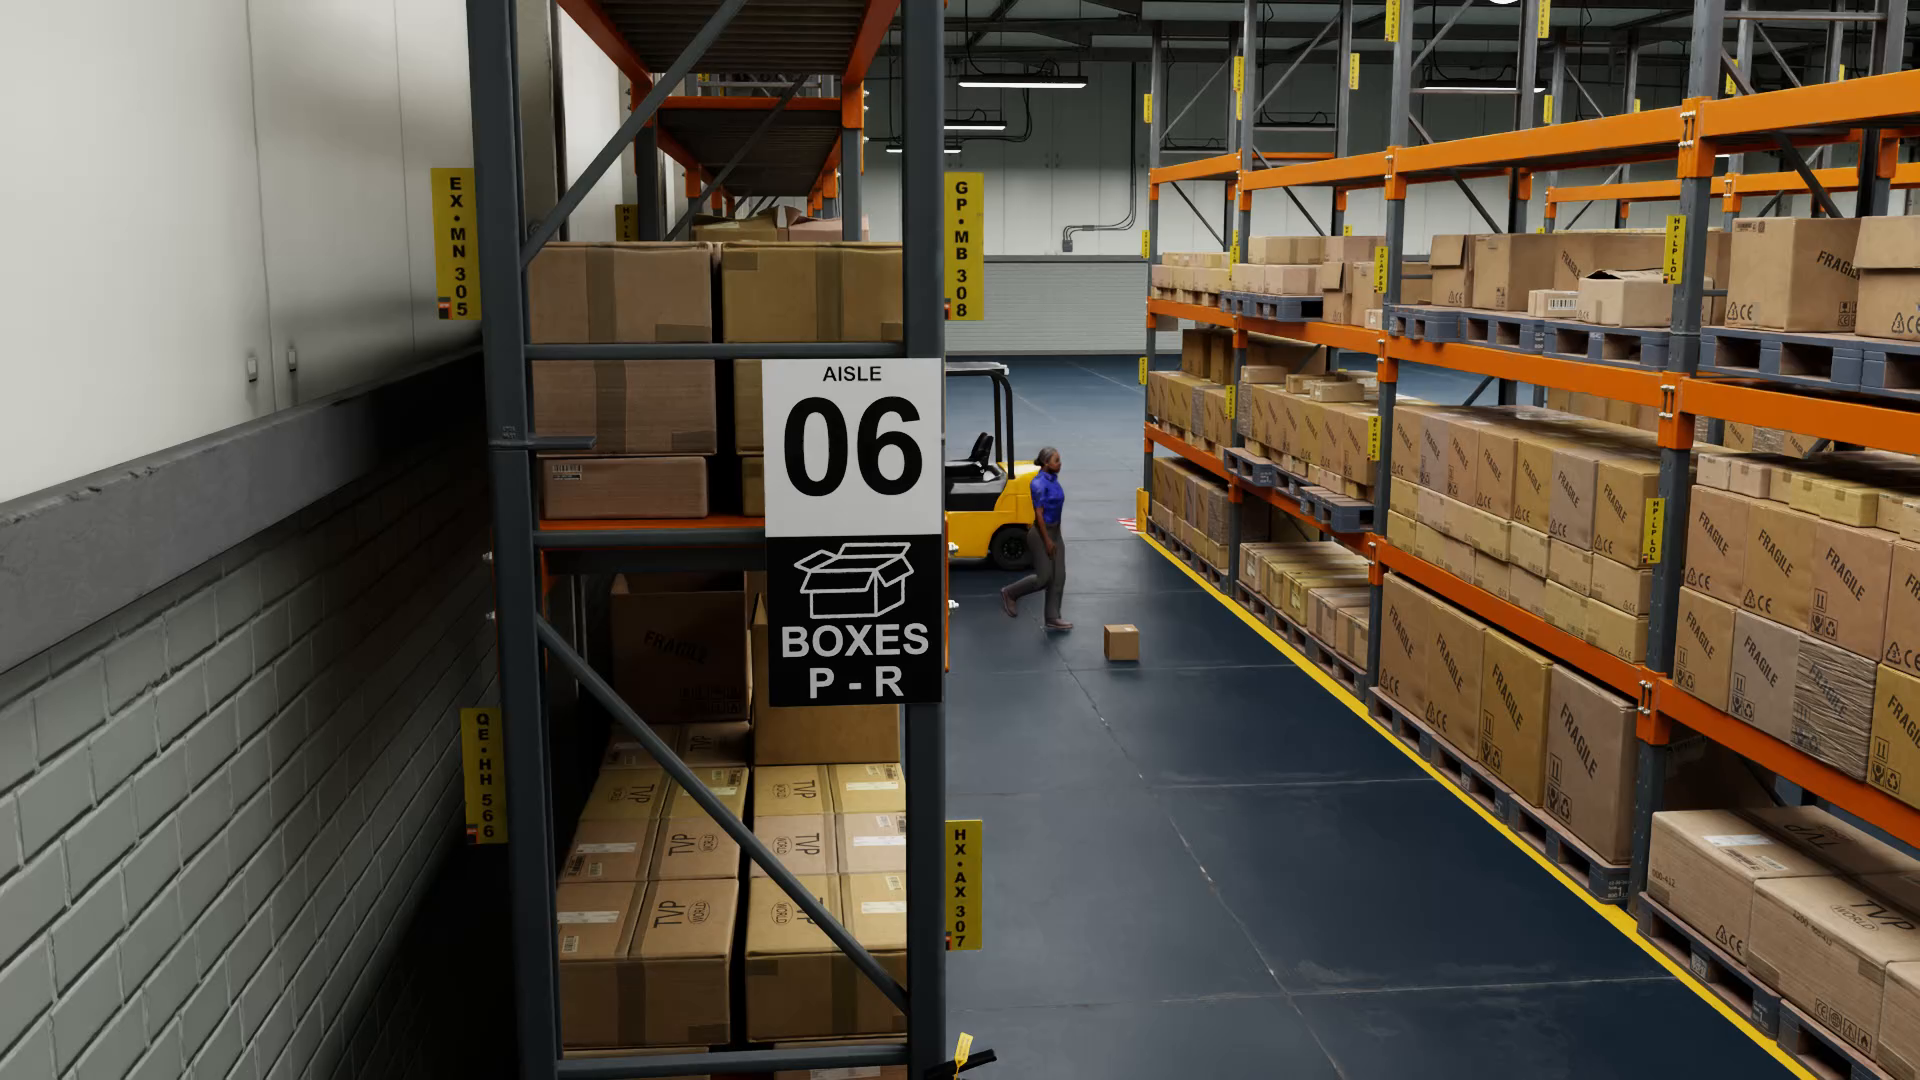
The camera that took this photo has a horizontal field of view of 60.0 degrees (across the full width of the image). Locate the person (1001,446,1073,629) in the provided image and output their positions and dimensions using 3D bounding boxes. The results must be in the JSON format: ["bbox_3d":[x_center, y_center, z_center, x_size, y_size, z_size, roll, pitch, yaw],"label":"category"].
[{"bbox_3d":[0.719,-0.022,14.984,0.682,1.628,0.458,5,11,25],"label":"person"}]
